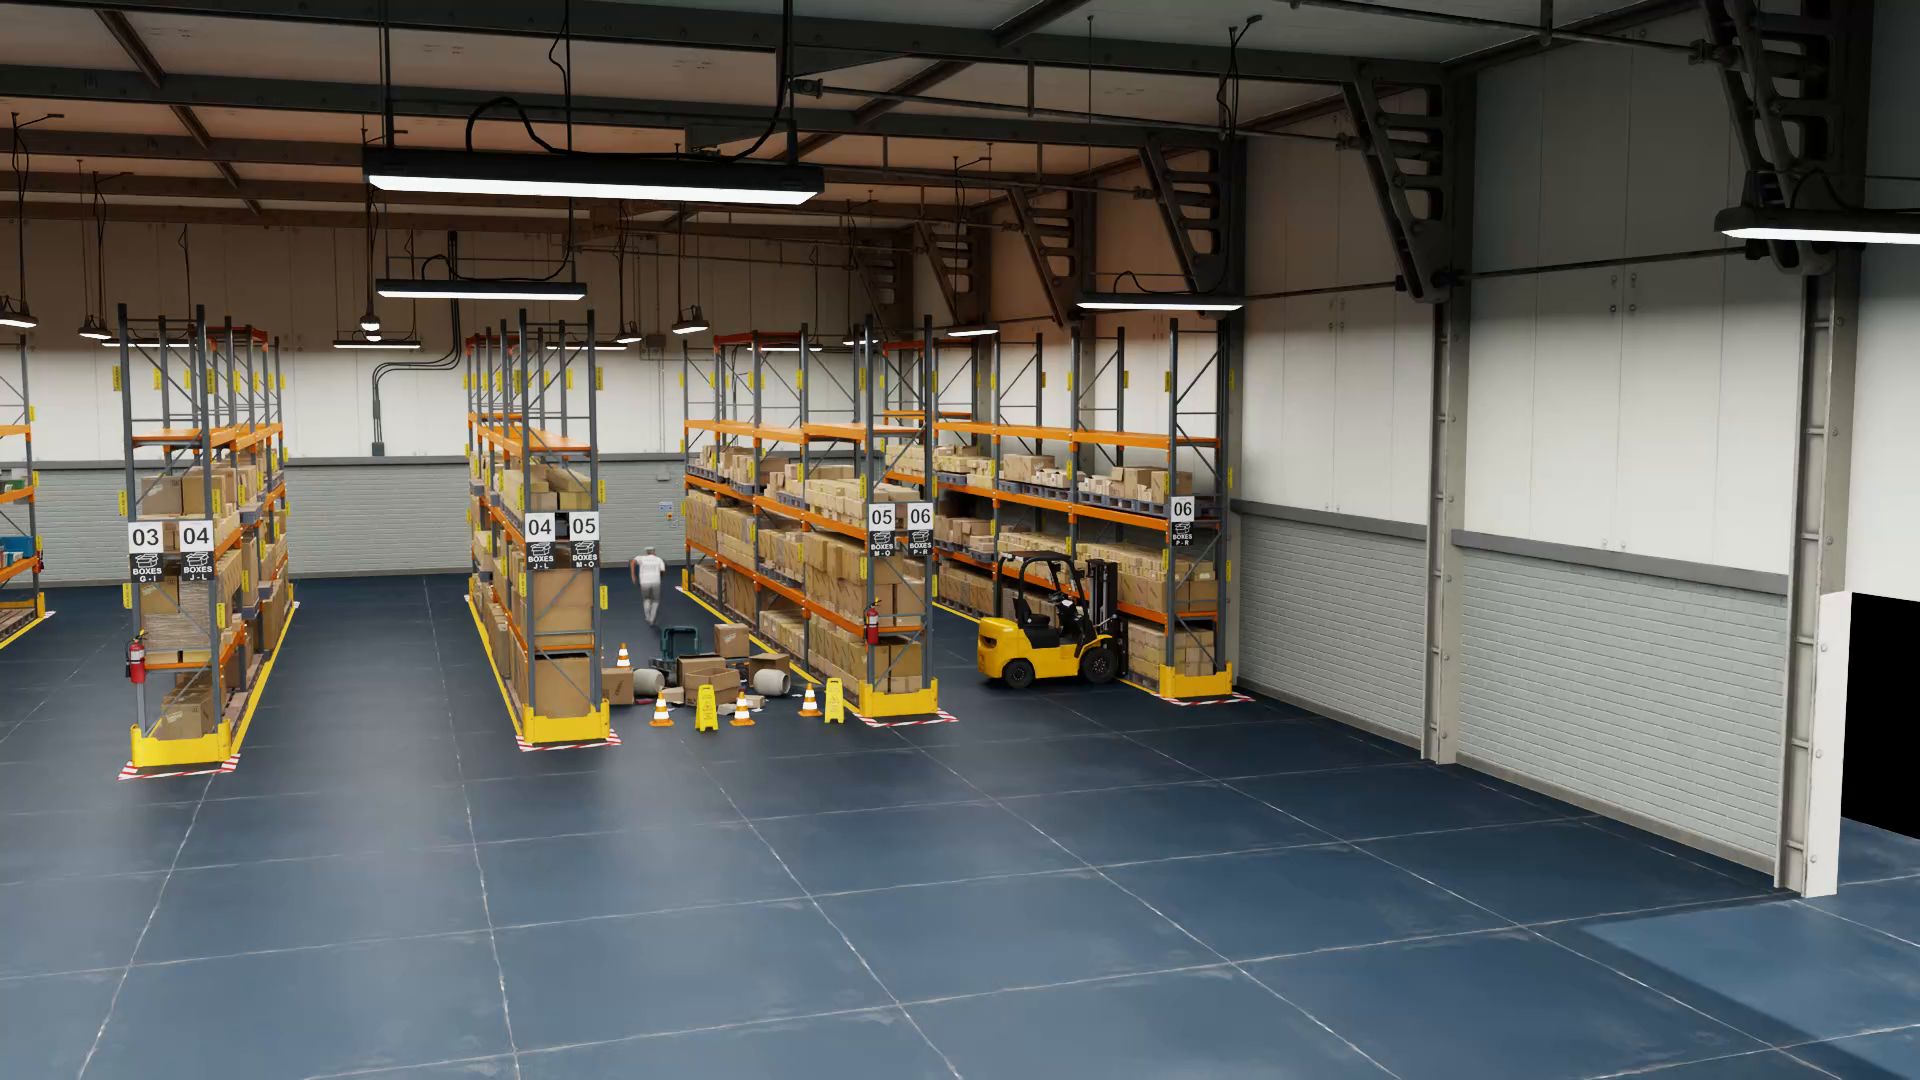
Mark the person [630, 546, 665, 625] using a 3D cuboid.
[{"bbox_3d":[-6.467,0.941,34.464,0.706,1.573,0.911,-1,5,-9],"label":"person"}]
